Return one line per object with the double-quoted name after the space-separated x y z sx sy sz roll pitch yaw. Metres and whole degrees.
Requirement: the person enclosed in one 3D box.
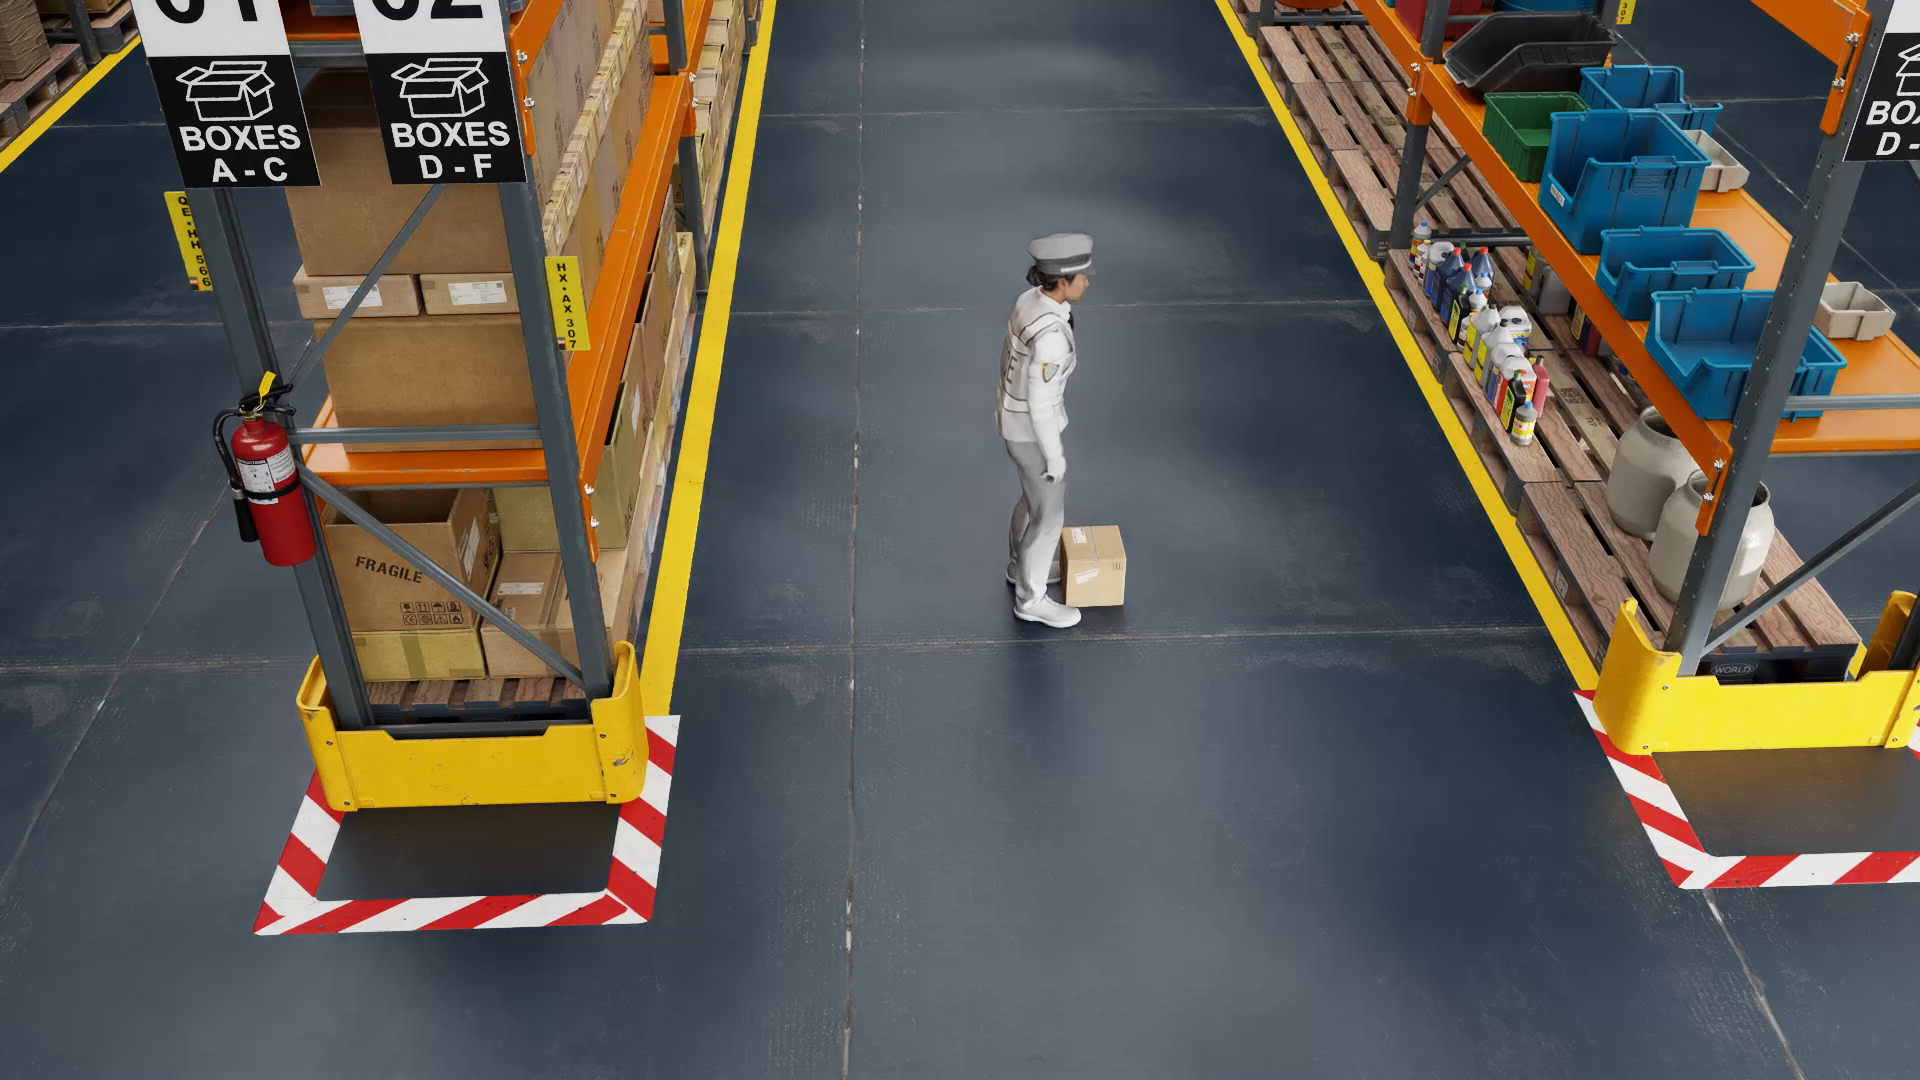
0.336 -0.452 6.777 0.378 1.663 0.533 -2 35 -3 "person"
